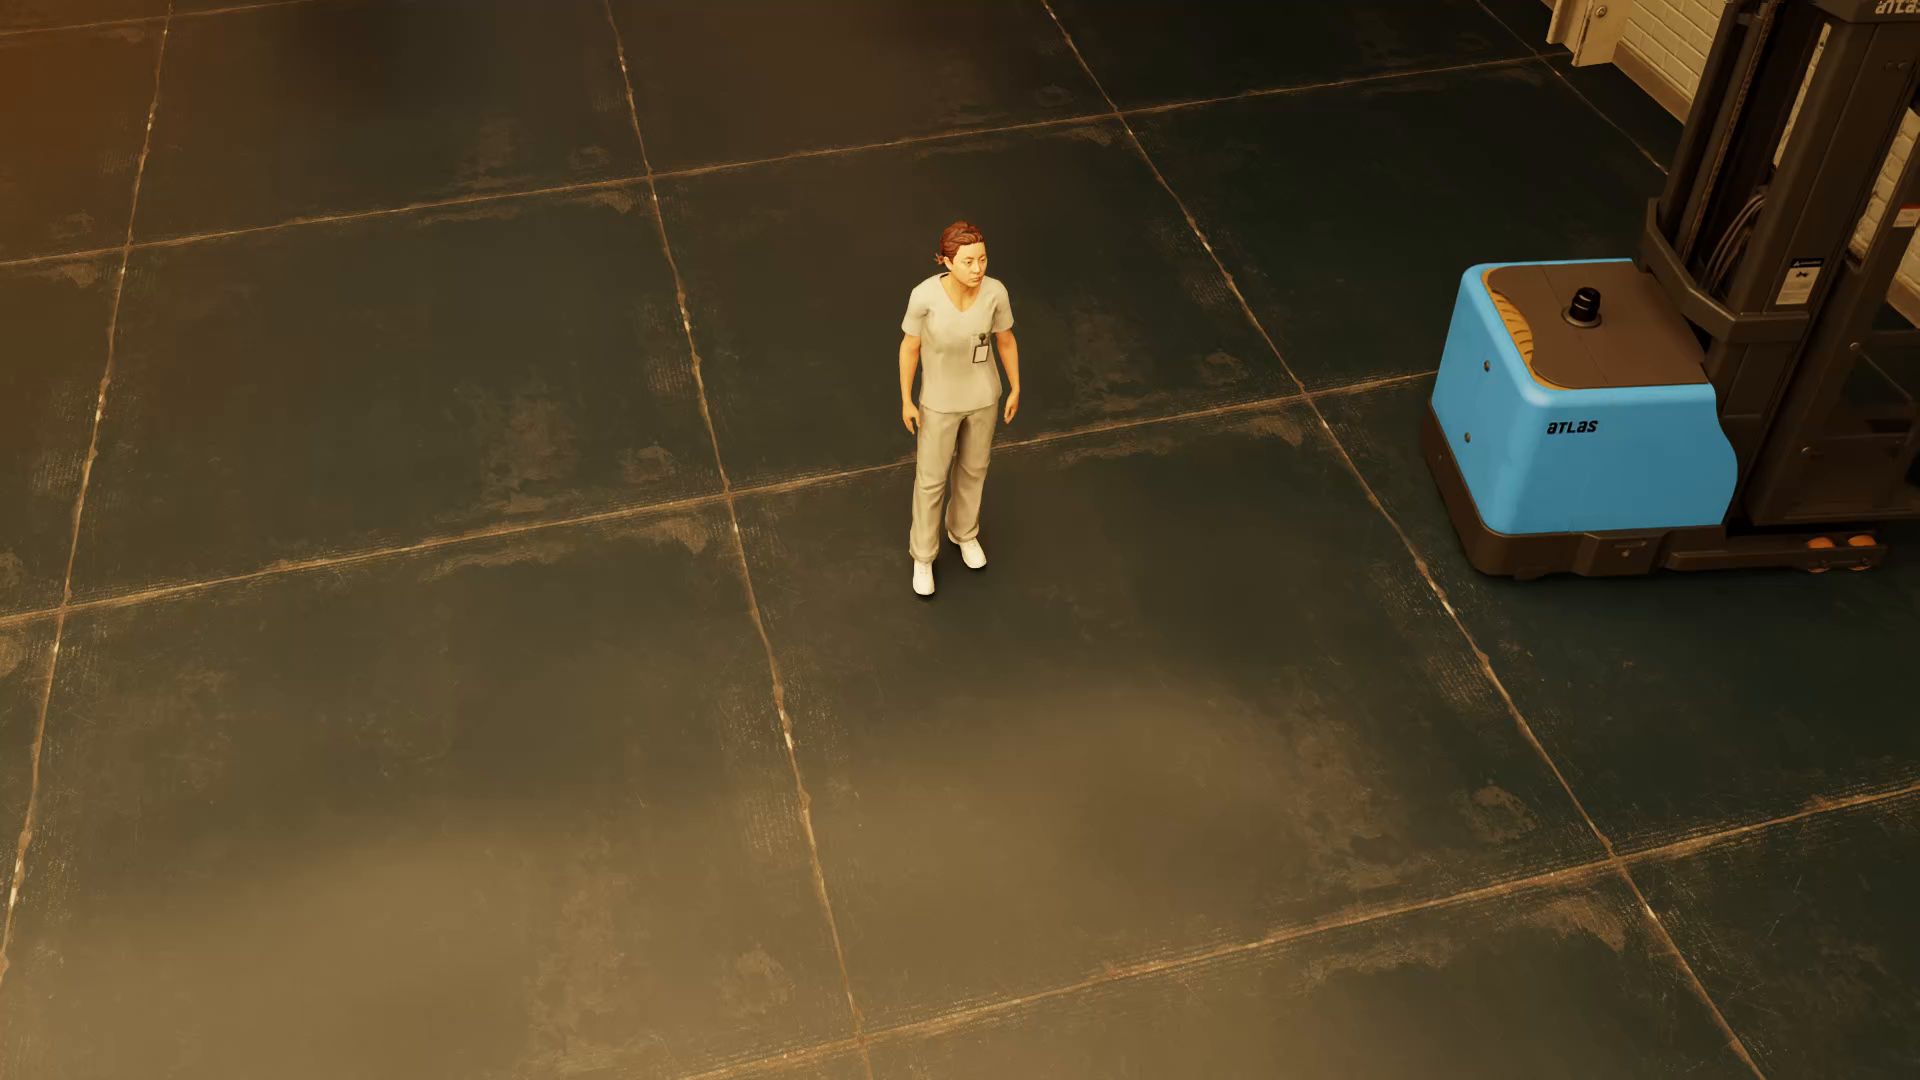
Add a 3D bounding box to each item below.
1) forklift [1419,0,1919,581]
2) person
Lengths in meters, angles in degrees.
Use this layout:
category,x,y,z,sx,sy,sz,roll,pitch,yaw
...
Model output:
category,x,y,z,sx,sy,sz,roll,pitch,yaw
forklift,3.802,-1.279,6.999,3.031,2.935,1.130,-3,43,-3
person,0.006,-0.563,7.144,0.549,1.675,0.549,-10,44,-11
